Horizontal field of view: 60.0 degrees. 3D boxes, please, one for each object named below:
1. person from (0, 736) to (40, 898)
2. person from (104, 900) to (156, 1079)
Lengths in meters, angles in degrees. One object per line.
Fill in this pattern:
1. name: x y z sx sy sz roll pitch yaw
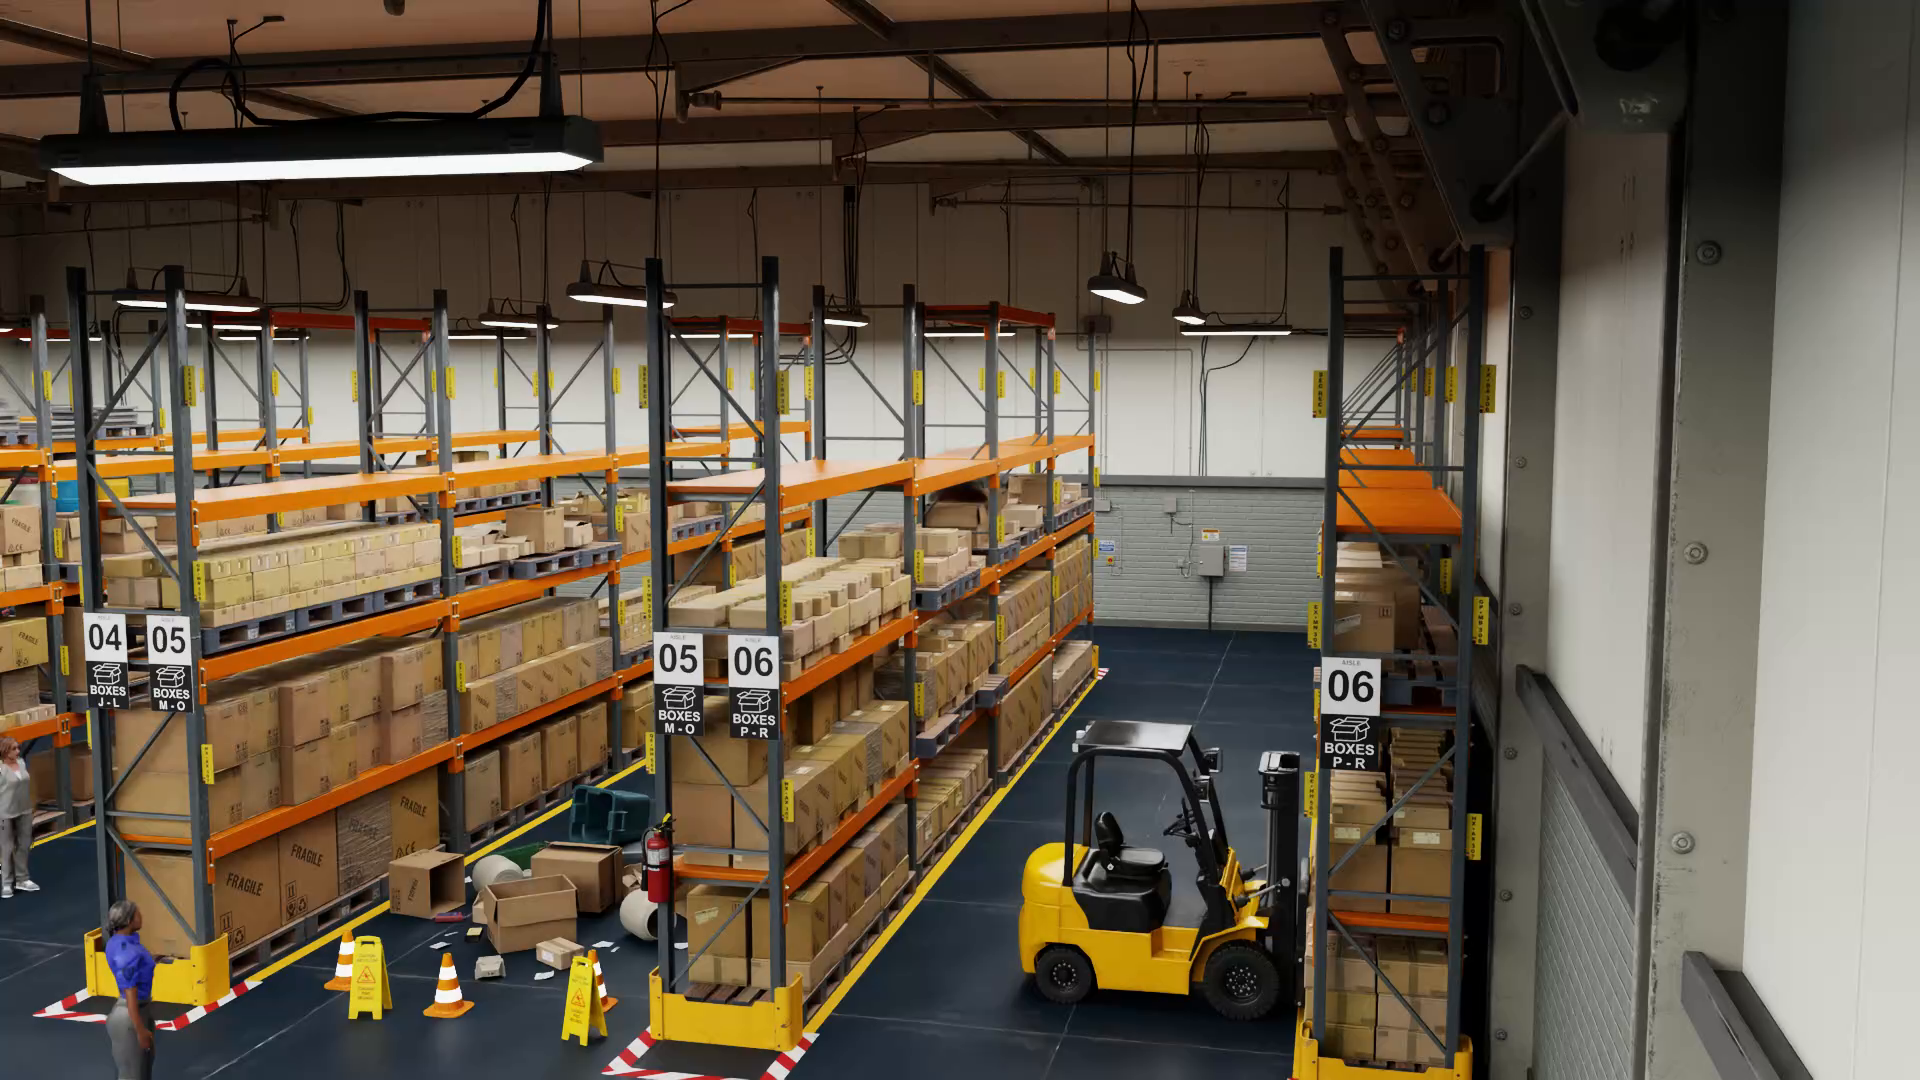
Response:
1. person: -9.353 2.719 16.413 0.346 1.602 0.495 3 7 28
2. person: -5.544 3.230 11.184 0.343 1.686 0.507 -2 6 -15
